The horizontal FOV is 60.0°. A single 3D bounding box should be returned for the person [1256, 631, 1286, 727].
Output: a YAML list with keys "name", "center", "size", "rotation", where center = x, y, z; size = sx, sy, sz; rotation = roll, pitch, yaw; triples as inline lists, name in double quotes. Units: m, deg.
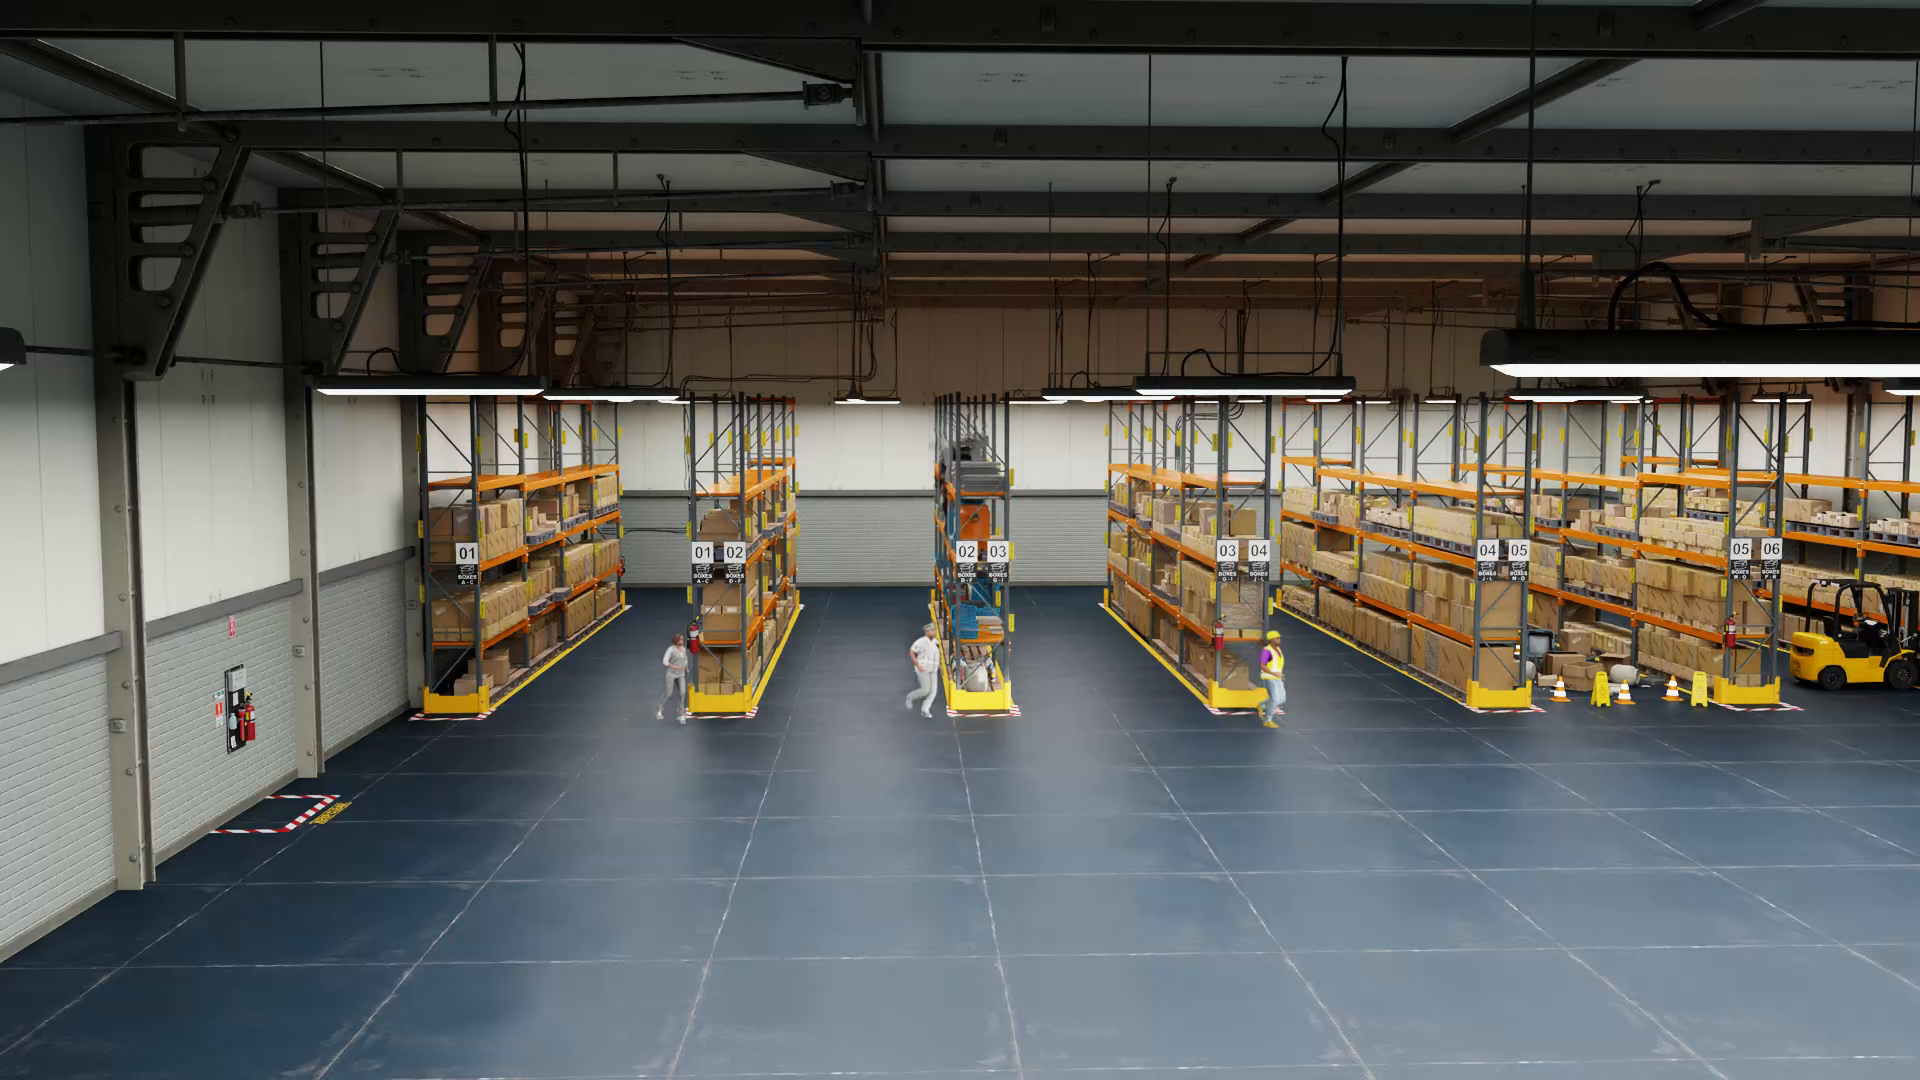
- name: "person"
  center: [5.592, 2.481, 29.840]
  size: [0.623, 1.724, 0.748]
  rotation: [3, 6, 35]

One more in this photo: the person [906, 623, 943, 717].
- name: "person"
  center: [-0.593, 2.394, 30.900]
  size: [0.705, 1.713, 0.667]
  rotation: [-4, 6, -43]

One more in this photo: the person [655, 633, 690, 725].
- name: "person"
  center: [-5.132, 2.506, 30.196]
  size: [0.598, 1.575, 0.788]
  rotation: [-4, 6, -43]

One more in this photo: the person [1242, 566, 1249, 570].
- name: "person"
  center: [7.926, 1.060, 47.392]
  size: [0.680, 1.761, 0.819]
  rotation: [1, 5, 13]
